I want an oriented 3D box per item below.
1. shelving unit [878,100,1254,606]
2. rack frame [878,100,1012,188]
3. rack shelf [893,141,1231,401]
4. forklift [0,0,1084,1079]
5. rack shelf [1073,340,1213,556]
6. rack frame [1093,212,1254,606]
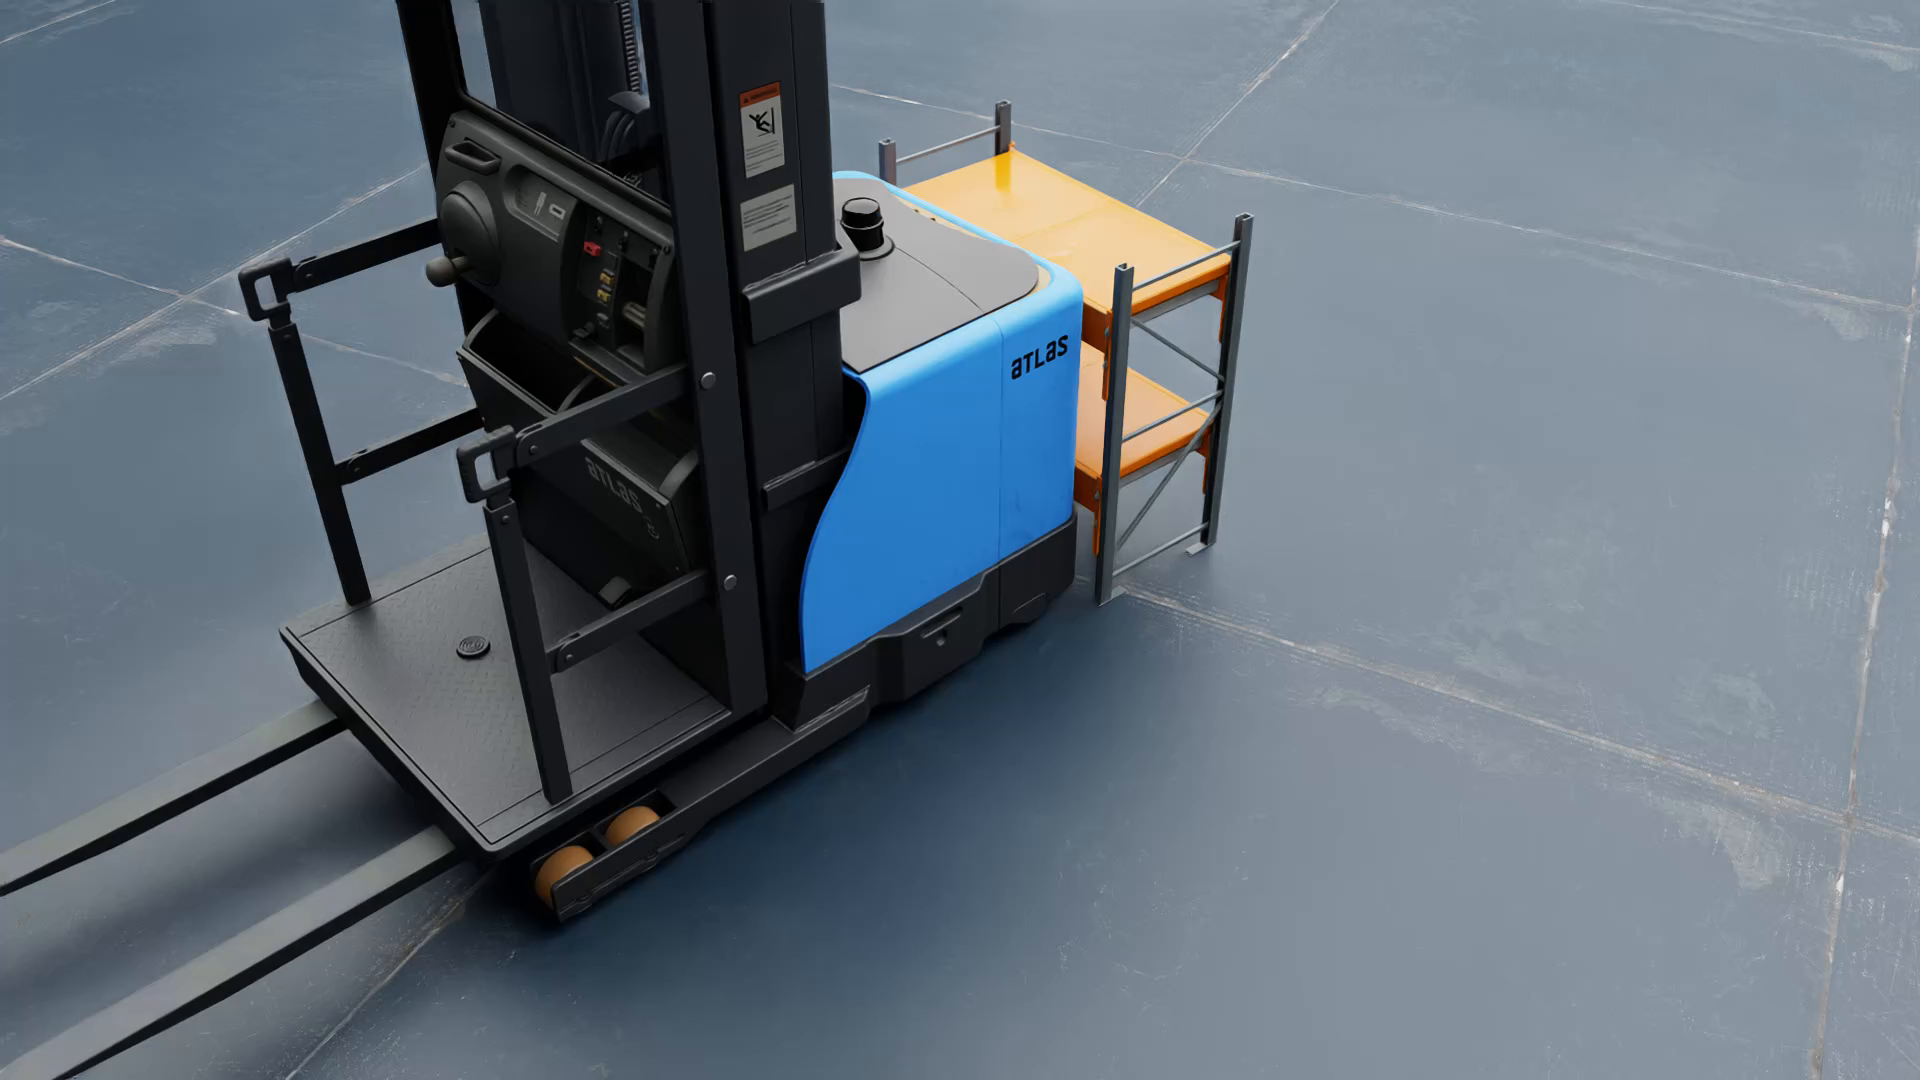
[{"bbox_3d":[0.282,-0.590,5.096,0.538,1.125,1.048,-26,44,-30],"label":"shelving unit"},{"bbox_3d":[-0.041,-0.827,5.409,0.500,1.125,0.032,-26,44,-30],"label":"rack frame"},{"bbox_3d":[0.282,-0.823,4.919,0.538,0.278,1.000,-26,44,-30],"label":"rack shelf"},{"bbox_3d":[-1.077,-0.613,3.633,3.031,2.935,1.130,-29,46,-33],"label":"forklift"},{"bbox_3d":[0.282,-0.395,5.244,0.538,0.278,1.000,-26,44,-30],"label":"rack shelf"},{"bbox_3d":[0.605,-0.352,4.783,0.500,1.125,0.032,-26,44,-30],"label":"rack frame"}]
